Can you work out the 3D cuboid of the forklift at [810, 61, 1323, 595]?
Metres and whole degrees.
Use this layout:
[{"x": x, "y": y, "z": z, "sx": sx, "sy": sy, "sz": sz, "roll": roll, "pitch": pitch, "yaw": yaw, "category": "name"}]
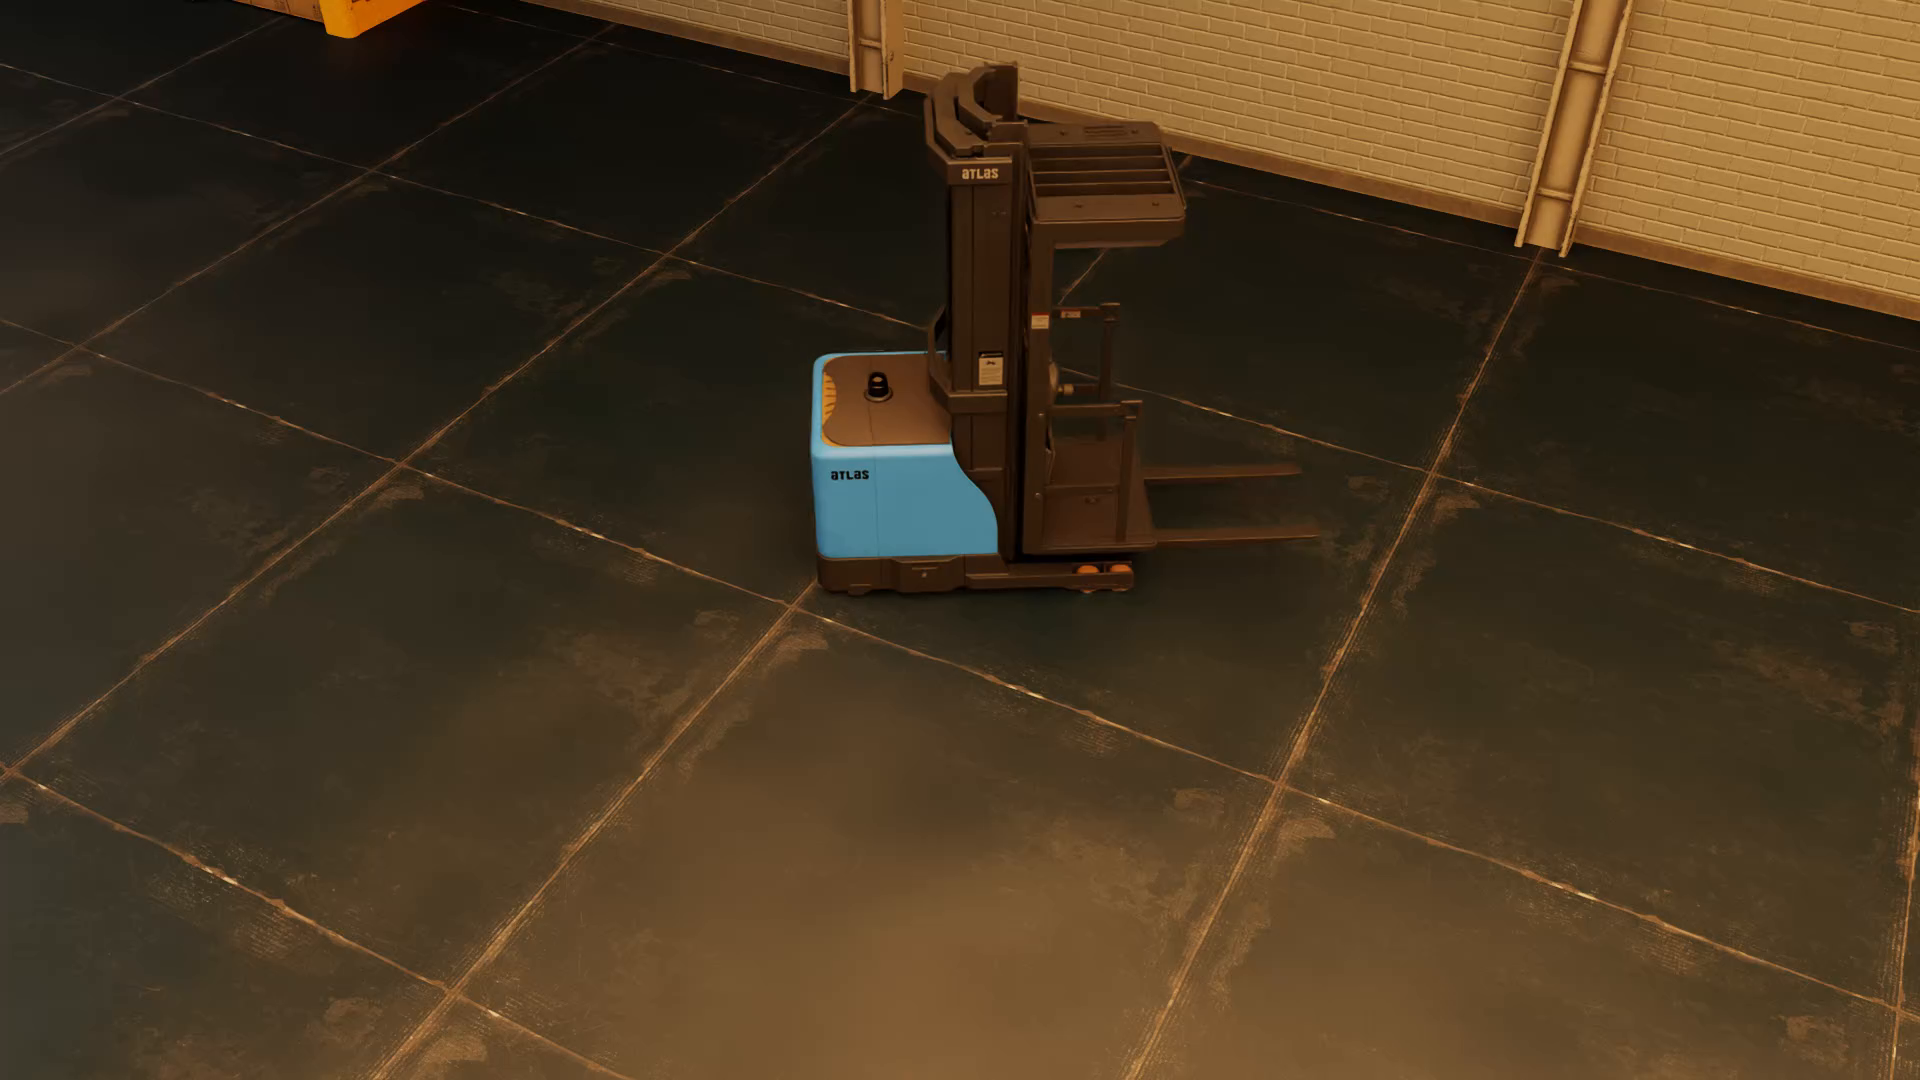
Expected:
[{"x": 0.645, "y": -1.150, "z": 9.351, "sx": 3.031, "sy": 2.935, "sz": 1.130, "roll": -2, "pitch": 40, "yaw": -2, "category": "forklift"}]
